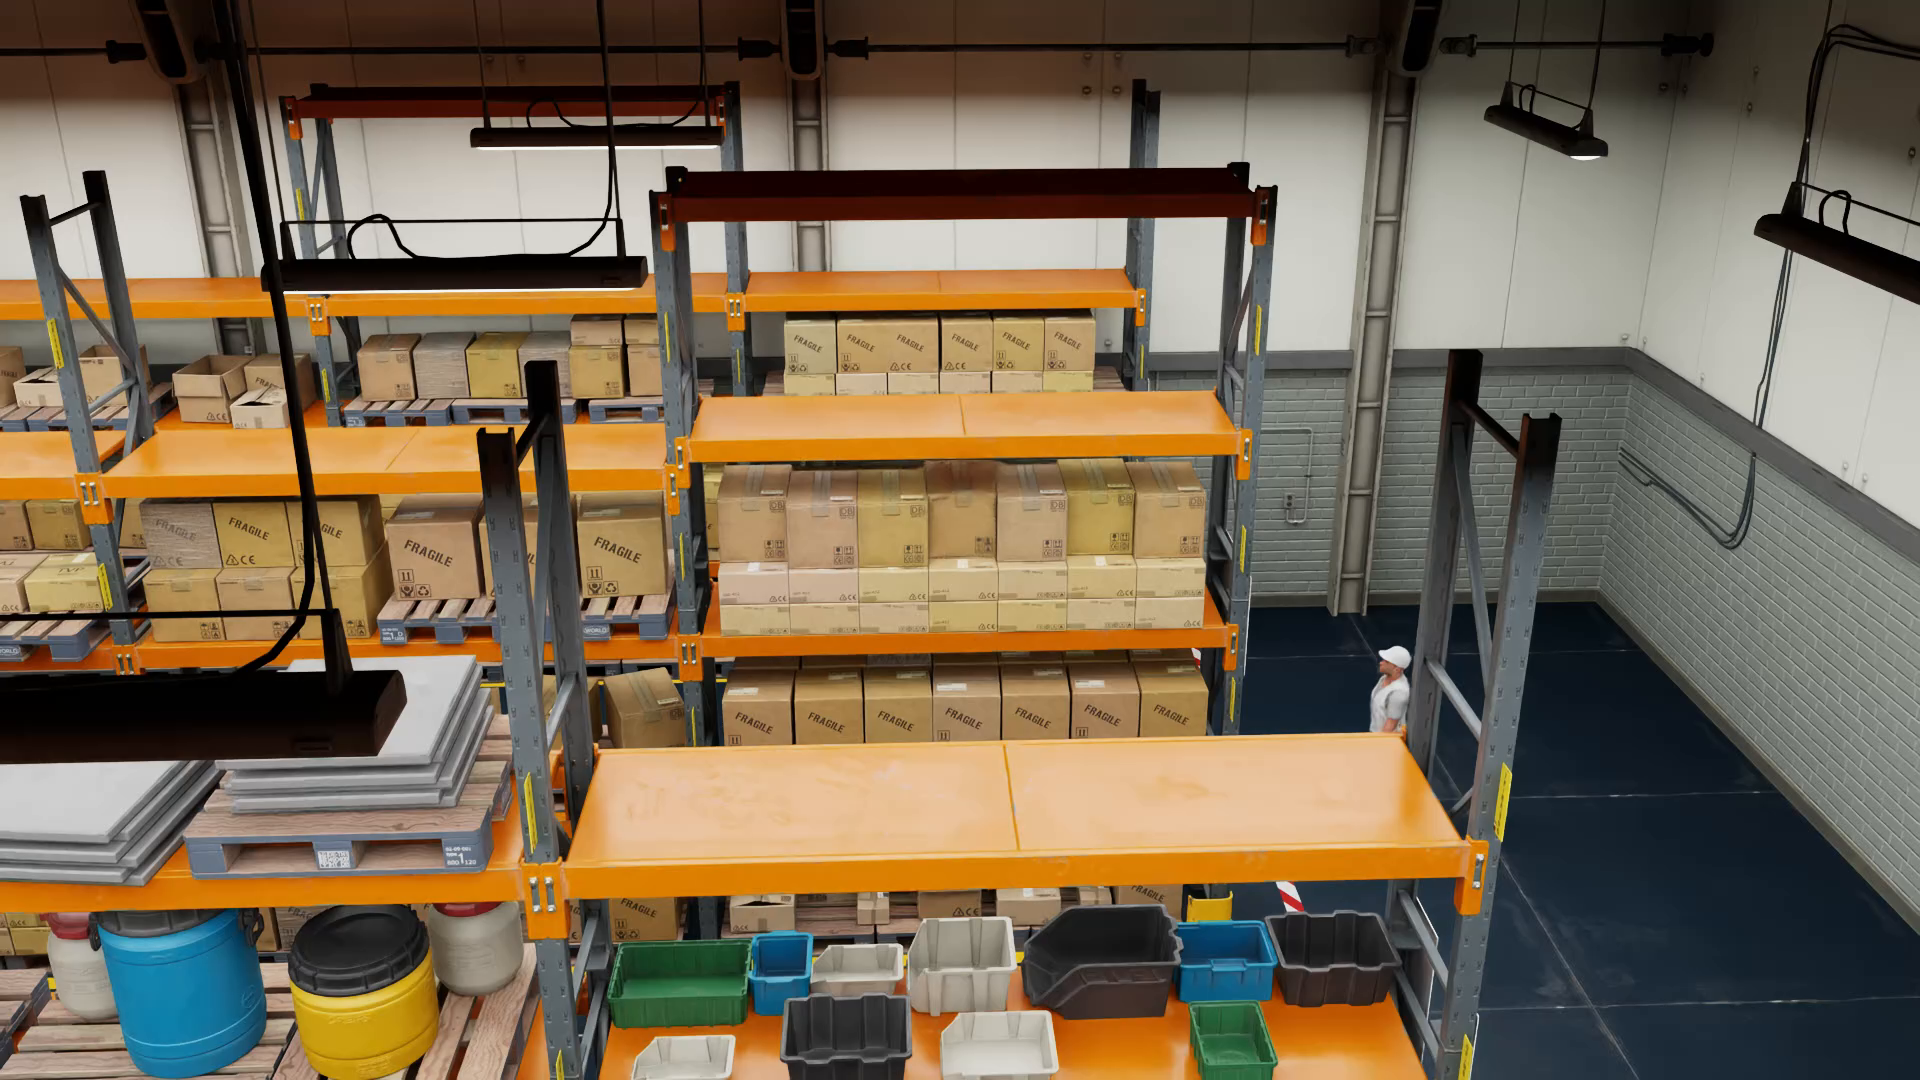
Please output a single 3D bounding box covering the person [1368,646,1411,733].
[{"bbox_3d":[3.658,1.741,14.515,0.904,1.791,0.628,3,22,7],"label":"person"}]
